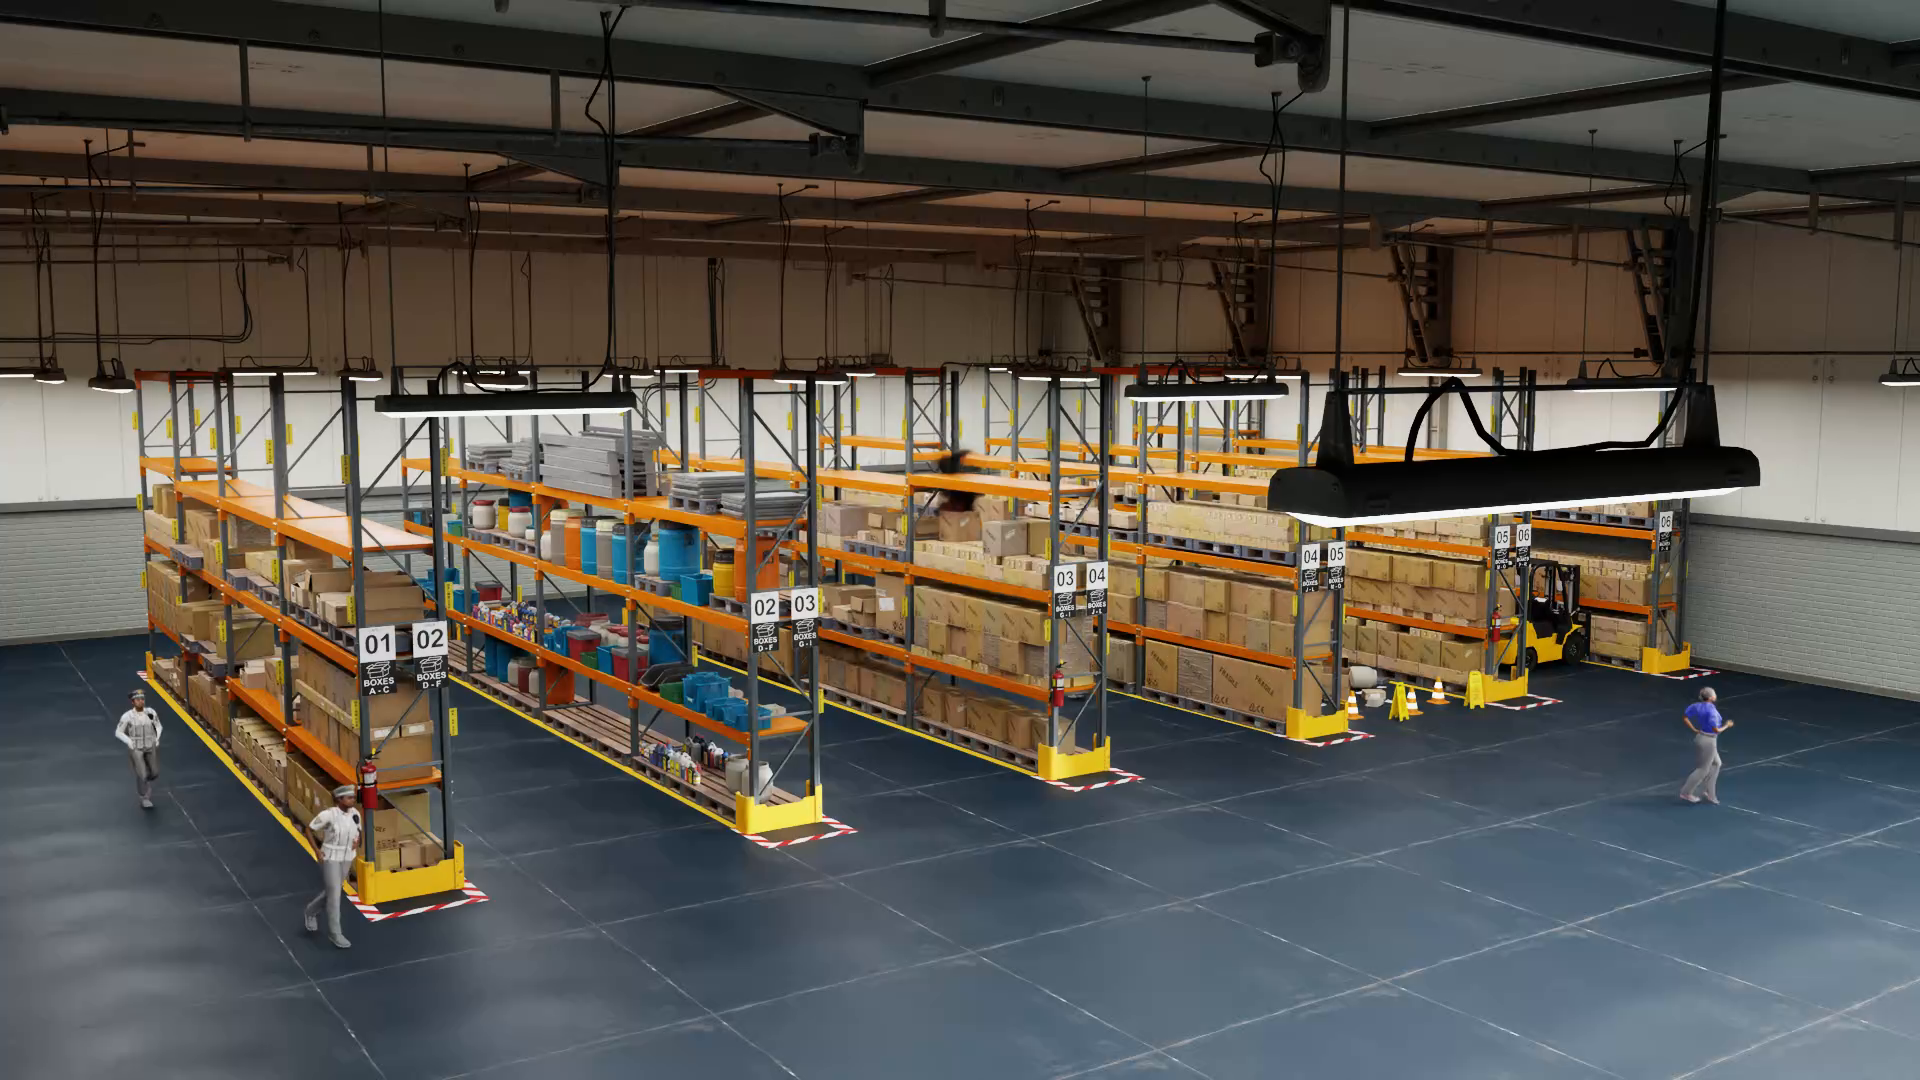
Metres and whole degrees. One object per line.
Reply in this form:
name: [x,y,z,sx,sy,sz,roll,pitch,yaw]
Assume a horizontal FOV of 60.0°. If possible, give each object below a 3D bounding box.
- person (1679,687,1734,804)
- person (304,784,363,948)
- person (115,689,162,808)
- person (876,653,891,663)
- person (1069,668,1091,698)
person: [10.431,2.894,23.255,0.714,1.715,0.556,0,6,1]
person: [-6.752,3.465,18.042,0.921,1.645,0.631,4,8,32]
person: [-11.454,2.891,23.245,0.612,1.647,0.580,-6,9,-43]
person: [-1.447,1.757,33.101,0.640,1.705,0.645,-5,8,-37]
person: [2.154,2.129,30.282,0.541,1.568,0.604,-5,8,-37]
